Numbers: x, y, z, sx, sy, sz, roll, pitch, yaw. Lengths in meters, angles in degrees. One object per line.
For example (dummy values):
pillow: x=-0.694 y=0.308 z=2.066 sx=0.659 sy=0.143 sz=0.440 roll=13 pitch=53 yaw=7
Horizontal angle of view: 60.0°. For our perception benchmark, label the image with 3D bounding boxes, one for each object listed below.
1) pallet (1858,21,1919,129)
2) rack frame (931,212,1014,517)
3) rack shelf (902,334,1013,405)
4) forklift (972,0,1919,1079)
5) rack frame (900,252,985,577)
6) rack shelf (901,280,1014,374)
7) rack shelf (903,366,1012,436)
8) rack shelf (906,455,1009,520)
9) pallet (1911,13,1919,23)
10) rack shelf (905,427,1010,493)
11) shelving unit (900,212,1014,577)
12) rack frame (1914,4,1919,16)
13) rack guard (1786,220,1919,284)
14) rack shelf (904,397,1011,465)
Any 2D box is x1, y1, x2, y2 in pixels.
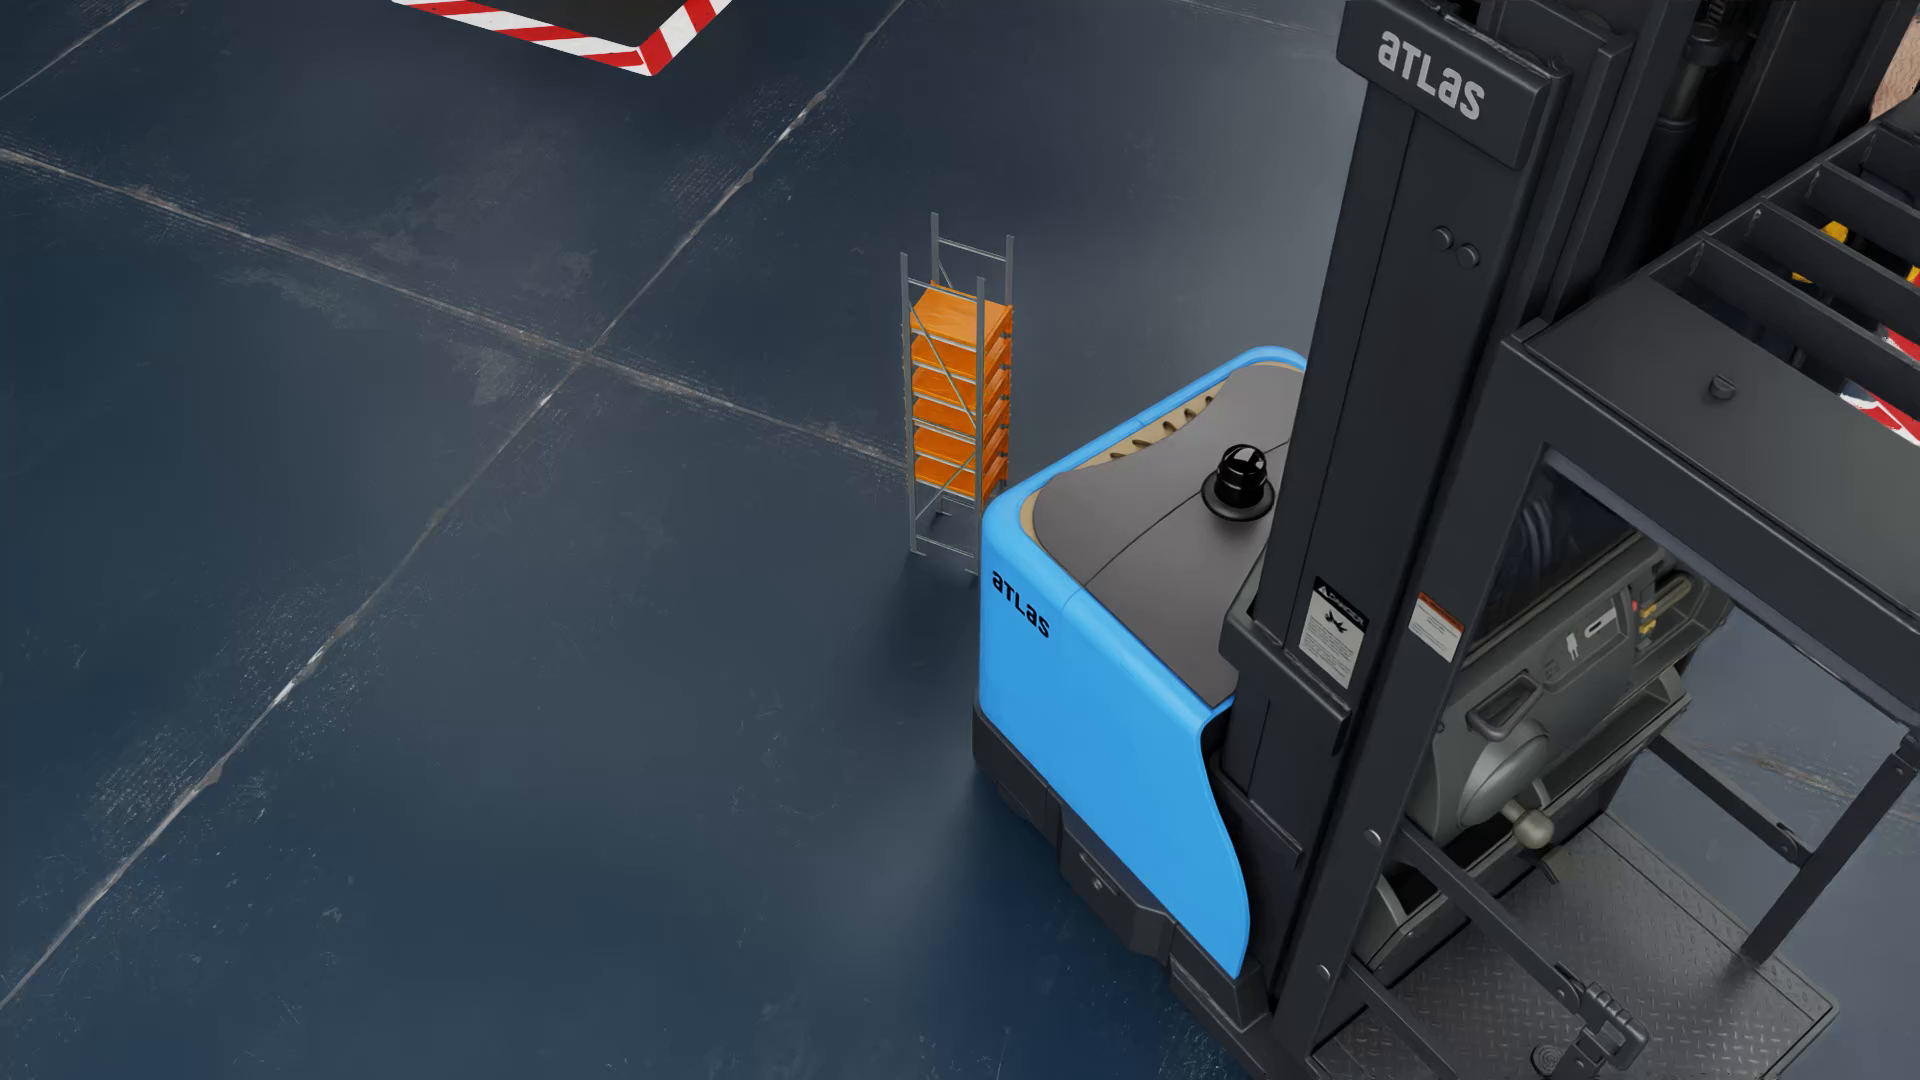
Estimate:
pallet: x=3.265 y=-1.758 z=6.607 sx=1.003 sy=0.211 sz=1.213 roll=20 pitch=52 yaw=16
rack frame: x=0.033 y=-0.442 z=4.838 sx=0.240 sy=1.200 sz=0.006 roll=20 pitch=52 yaw=16
rack shelf: x=-0.006 y=-0.506 z=4.636 sx=0.258 sy=0.103 sz=0.180 roll=20 pitch=52 yaw=16
forklift: x=1.333 y=0.332 z=3.043 sx=1.130 sy=2.935 sz=3.031 roll=-31 pitch=56 yaw=-23
rack frame: x=-0.045 y=-0.316 z=4.731 sx=0.240 sy=1.200 sz=0.006 roll=20 pitch=52 yaw=16
rack shelf: x=-0.006 y=-0.583 z=4.544 sx=0.258 sy=0.103 sz=0.180 roll=20 pitch=52 yaw=16
rack shelf: x=-0.006 y=-0.428 z=4.727 sx=0.258 sy=0.103 sz=0.180 roll=20 pitch=52 yaw=16
rack shelf: x=-0.006 y=-0.195 z=5.001 sx=0.258 sy=0.103 sz=0.180 roll=20 pitch=52 yaw=16
pallet: x=3.787 y=-2.595 z=7.320 sx=1.003 sy=0.211 sz=1.213 roll=20 pitch=52 yaw=16
rack shelf: x=-0.006 y=-0.272 z=4.910 sx=0.258 sy=0.103 sz=0.180 roll=20 pitch=52 yaw=16
shelving unit: x=-0.006 y=-0.379 z=4.785 sx=0.258 sy=1.200 sz=0.189 roll=20 pitch=52 yaw=16
rack frame: x=2.923 y=-2.036 z=5.013 sx=1.000 sy=3.000 sz=0.127 roll=20 pitch=52 yaw=16
rack guard: x=2.913 y=-1.294 z=6.023 sx=1.175 sy=0.500 sz=0.348 roll=20 pitch=52 yaw=16
rack shelf: x=-0.006 y=-0.350 z=4.818 sx=0.258 sy=0.103 sz=0.180 roll=20 pitch=52 yaw=16
